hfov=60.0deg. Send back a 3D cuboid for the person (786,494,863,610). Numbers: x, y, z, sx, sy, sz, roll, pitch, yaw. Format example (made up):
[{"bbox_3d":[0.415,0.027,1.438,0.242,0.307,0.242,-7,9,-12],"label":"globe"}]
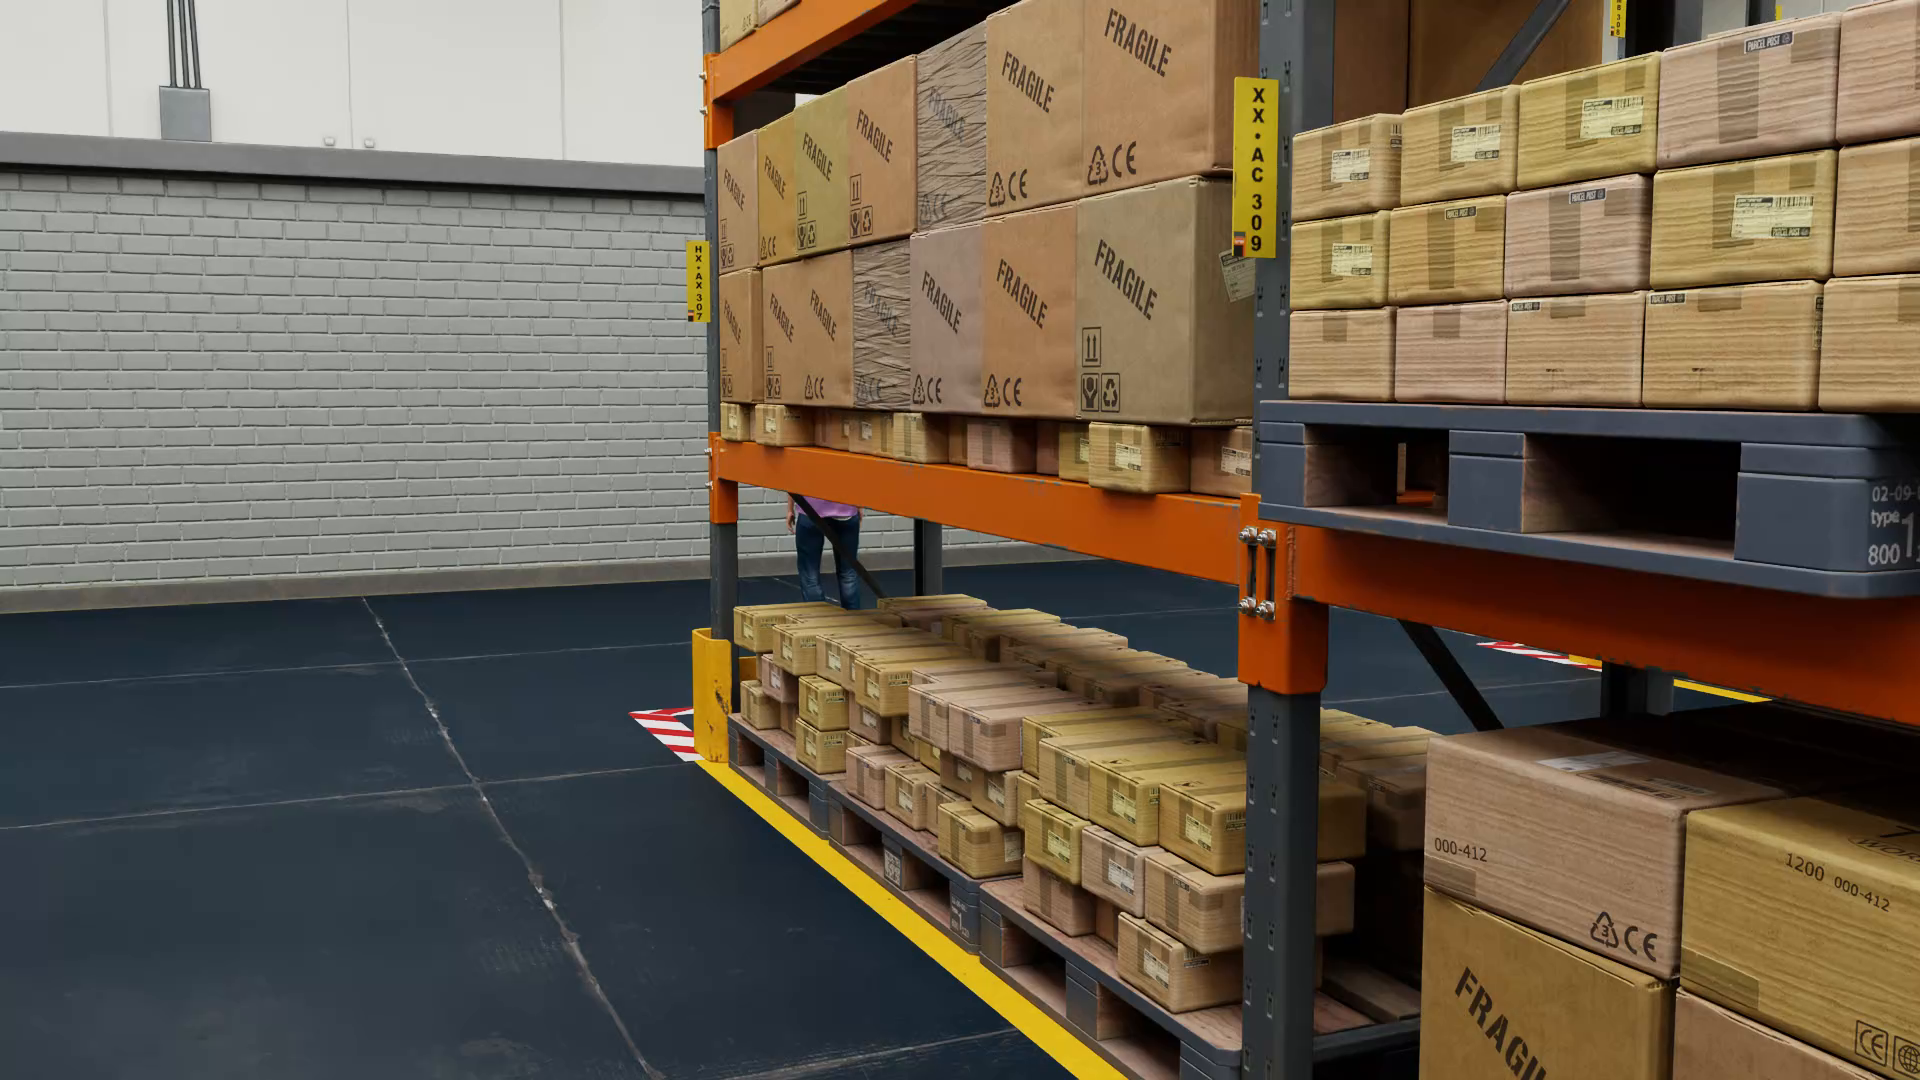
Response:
[{"bbox_3d":[-0.738,-0.146,9.204,0.461,1.593,0.343,-2,6,-23],"label":"person"}]
